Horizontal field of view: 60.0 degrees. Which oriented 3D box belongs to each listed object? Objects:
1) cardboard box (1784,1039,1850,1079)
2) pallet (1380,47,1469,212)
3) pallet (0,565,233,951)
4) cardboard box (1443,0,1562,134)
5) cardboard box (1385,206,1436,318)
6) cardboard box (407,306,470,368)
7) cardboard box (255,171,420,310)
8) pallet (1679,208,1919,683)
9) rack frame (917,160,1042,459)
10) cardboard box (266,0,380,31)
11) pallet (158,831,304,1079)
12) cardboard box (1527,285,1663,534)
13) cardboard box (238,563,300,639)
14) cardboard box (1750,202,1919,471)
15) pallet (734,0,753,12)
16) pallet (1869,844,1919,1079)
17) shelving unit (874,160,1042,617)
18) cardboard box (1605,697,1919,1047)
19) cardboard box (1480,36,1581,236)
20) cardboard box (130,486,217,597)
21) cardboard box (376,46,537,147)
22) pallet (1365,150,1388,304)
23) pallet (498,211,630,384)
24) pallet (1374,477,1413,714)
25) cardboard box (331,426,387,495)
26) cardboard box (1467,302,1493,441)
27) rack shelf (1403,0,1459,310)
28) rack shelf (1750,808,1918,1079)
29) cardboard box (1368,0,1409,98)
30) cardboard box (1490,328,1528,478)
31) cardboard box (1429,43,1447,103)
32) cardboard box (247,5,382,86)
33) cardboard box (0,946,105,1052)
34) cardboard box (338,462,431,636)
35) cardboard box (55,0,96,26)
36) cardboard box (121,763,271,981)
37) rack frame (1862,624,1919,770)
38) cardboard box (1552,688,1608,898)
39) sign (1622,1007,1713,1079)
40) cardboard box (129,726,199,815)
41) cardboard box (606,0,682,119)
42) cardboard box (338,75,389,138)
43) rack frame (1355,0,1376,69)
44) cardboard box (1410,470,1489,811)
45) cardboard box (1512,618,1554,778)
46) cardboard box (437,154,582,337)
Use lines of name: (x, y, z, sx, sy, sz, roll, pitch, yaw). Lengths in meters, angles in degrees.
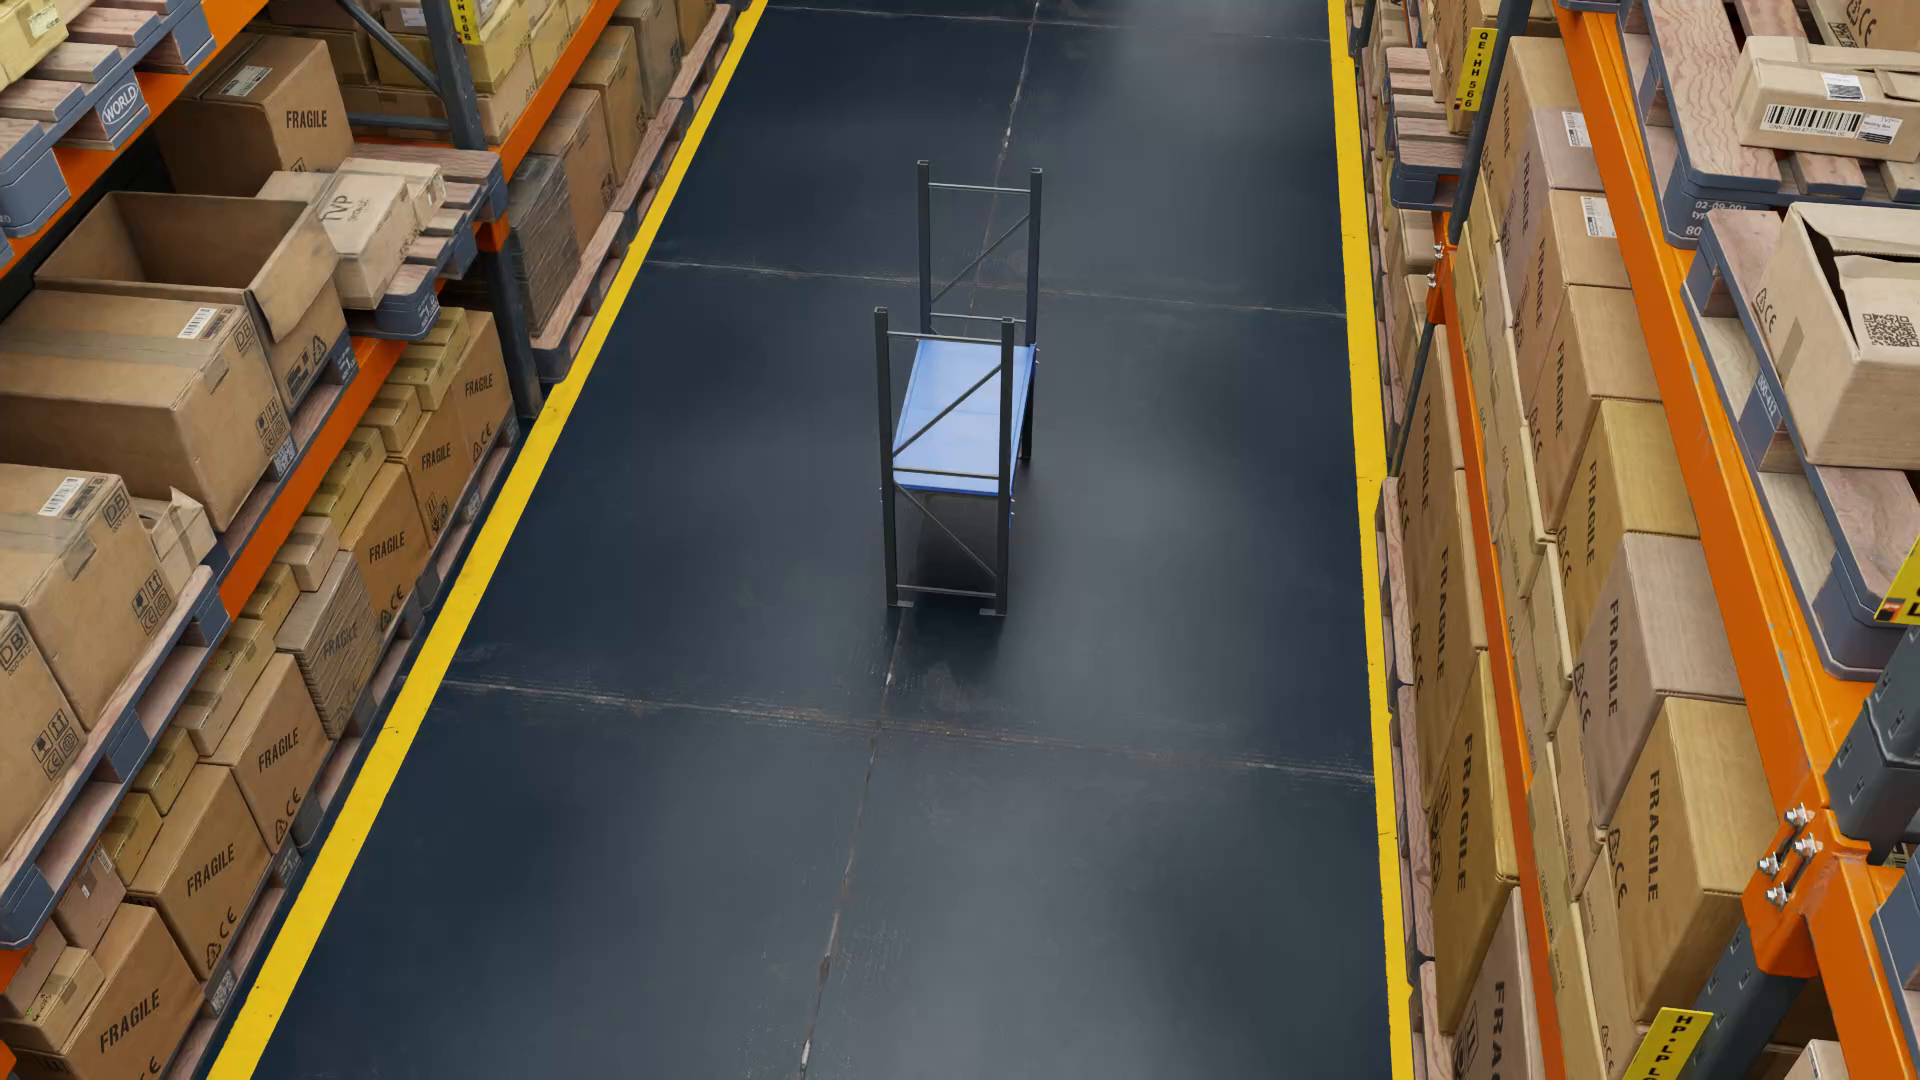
cardboard box: (1.607, 0.992, 2.749, 0.380, 0.149, 0.250, 5, 44, 5)
pallet: (2.423, -1.716, 7.021, 1.213, 0.211, 1.003, 5, 44, 6)
pallet: (-2.801, 0.522, 4.657, 1.003, 0.211, 1.213, 5, 44, 6)
cardboard box: (2.219, -1.923, 6.504, 0.500, 0.500, 0.500, 4, 44, 4)
cardboard box: (2.608, -1.377, 8.128, 0.950, 0.372, 0.625, 4, 44, 5)
cardboard box: (-2.300, -0.860, 7.018, 0.380, 0.149, 0.250, 3, 44, 3)
cardboard box: (-2.305, -1.089, 6.022, 0.500, 0.250, 0.500, 3, 44, 4)
pallet: (1.978, -0.214, 3.252, 0.805, 0.209, 1.217, 4, 44, 4)
rack frame: (0.078, -0.949, 7.162, 0.500, 1.500, 0.032, 5, 44, 6)
cardboard box: (-2.644, -2.251, 6.901, 0.380, 0.149, 0.250, 7, 44, 7)
pallet: (-2.945, 1.442, 5.574, 1.003, 0.211, 1.213, 5, 44, 6)
cardboard box: (1.917, -0.343, 4.630, 0.500, 0.500, 0.500, 6, 44, 6)
cardboard box: (-2.587, 0.204, 5.894, 0.380, 0.149, 0.250, 5, 44, 6)
cardboard box: (1.814, -0.394, 3.062, 0.500, 0.311, 0.500, 5, 44, 6)
pallet: (-1.811, -3.991, 11.311, 1.003, 0.211, 1.213, 5, 44, 6)
pallet: (1.787, 0.935, 1.964, 1.003, 0.211, 1.213, 5, 44, 6)
shelving unit: (0.011, -0.603, 6.796, 0.538, 1.500, 1.048, 5, 44, 6)
cardboard box: (1.716, 0.709, 3.520, 0.500, 0.500, 0.500, 7, 44, 7)
cardboard box: (2.127, -1.376, 5.722, 0.500, 0.500, 0.500, 4, 44, 4)
cardboard box: (-2.451, -0.029, 4.891, 0.396, 0.266, 0.258, 7, 44, 8)
cardboard box: (-2.185, -1.965, 7.253, 0.500, 0.250, 0.500, 5, 44, 6)
pallet: (2.703, -1.640, 8.828, 1.003, 0.211, 1.213, 5, 44, 6)
pallet: (-2.339, -1.284, 8.453, 1.003, 0.211, 1.213, 5, 44, 6)
pallet: (2.255, 0.252, 6.830, 1.003, 0.211, 1.213, 5, 44, 6)
cardboard box: (-2.464, -0.320, 6.447, 0.380, 0.149, 0.250, 6, 44, 7)
cardboard box: (2.070, -0.574, 5.784, 0.500, 0.250, 0.500, 4, 44, 4)
rack shelf: (2.699, -2.393, 8.118, 1.077, 0.370, 4.000, 5, 44, 6)
rack shelf: (1.641, 1.970, 1.329, 1.077, 0.370, 4.000, 5, 44, 6)
cardboard box: (2.896, -2.857, 9.692, 0.950, 0.372, 0.625, 6, 44, 6)
cardboard box: (1.975, -0.404, 5.241, 0.500, 0.250, 0.500, 5, 44, 5)
cardboard box: (2.197, -1.962, 7.018, 0.380, 0.149, 0.250, 5, 44, 5)
cardboard box: (-2.702, -2.198, 7.135, 0.500, 0.250, 0.500, 6, 44, 6)
cardboard box: (-2.704, 1.286, 4.751, 0.380, 0.149, 0.250, 7, 44, 7)
cardboard box: (-2.472, 0.021, 6.559, 0.500, 0.500, 0.500, 7, 44, 7)
cardboard box: (-2.404, -1.417, 4.188, 0.380, 0.149, 0.250, 6, 44, 6)
cardboard box: (-2.667, 1.069, 5.452, 0.500, 0.500, 0.500, 5, 44, 5)
rack frame: (1.906, -0.743, 1.490, 1.000, 3.000, 0.127, 5, 44, 6)
cardboard box: (1.782, 0.644, 4.133, 0.500, 0.250, 0.500, 6, 44, 7)
sign: (1.366, 1.001, 3.227, 0.100, 0.325, 0.005, 5, 44, 6)
cardboard box: (-2.699, 0.726, 5.342, 0.380, 0.149, 0.250, 5, 44, 5)
cardboard box: (-2.126, -2.871, 9.522, 0.875, 0.625, 0.625, 5, 44, 5)
cardboard box: (-2.680, -2.015, 7.305, 0.500, 0.250, 0.500, 4, 44, 5)
rack frame: (2.963, -4.017, 9.311, 1.000, 3.000, 0.127, 5, 44, 6)
cardboard box: (2.139, 0.399, 5.887, 0.875, 0.875, 0.875, 6, 44, 6)
cardboard box: (1.869, 0.472, 4.679, 0.500, 0.250, 0.500, 4, 44, 4)
cardboard box: (-2.390, -1.453, 8.025, 0.875, 0.625, 0.625, 7, 44, 7)
